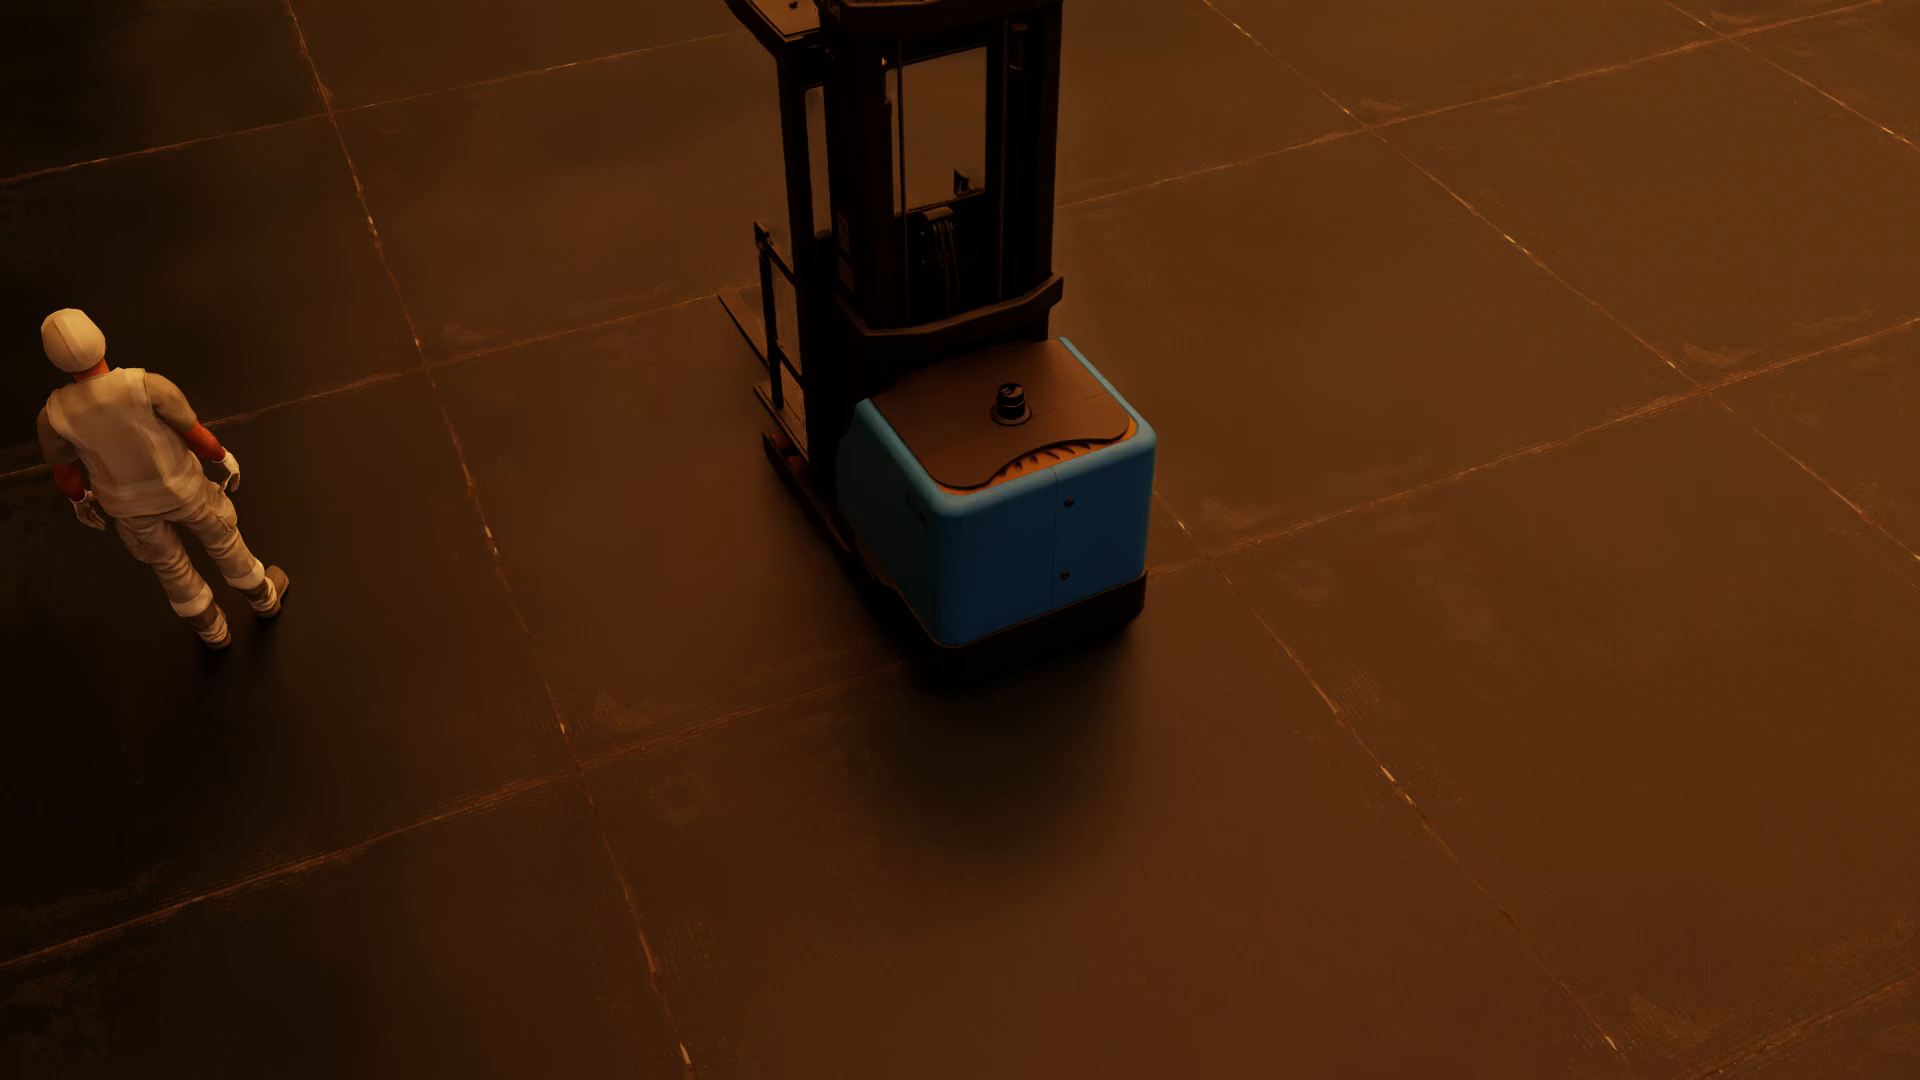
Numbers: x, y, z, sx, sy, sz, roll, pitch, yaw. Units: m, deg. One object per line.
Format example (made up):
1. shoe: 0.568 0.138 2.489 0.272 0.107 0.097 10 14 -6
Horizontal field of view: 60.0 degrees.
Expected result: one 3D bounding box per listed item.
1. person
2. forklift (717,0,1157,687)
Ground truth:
1. person: -3.281 -0.257 6.782 0.637 1.786 0.566 -15 45 -15
2. forklift: -0.312 -1.452 7.236 1.130 2.935 3.031 -20 46 -20
